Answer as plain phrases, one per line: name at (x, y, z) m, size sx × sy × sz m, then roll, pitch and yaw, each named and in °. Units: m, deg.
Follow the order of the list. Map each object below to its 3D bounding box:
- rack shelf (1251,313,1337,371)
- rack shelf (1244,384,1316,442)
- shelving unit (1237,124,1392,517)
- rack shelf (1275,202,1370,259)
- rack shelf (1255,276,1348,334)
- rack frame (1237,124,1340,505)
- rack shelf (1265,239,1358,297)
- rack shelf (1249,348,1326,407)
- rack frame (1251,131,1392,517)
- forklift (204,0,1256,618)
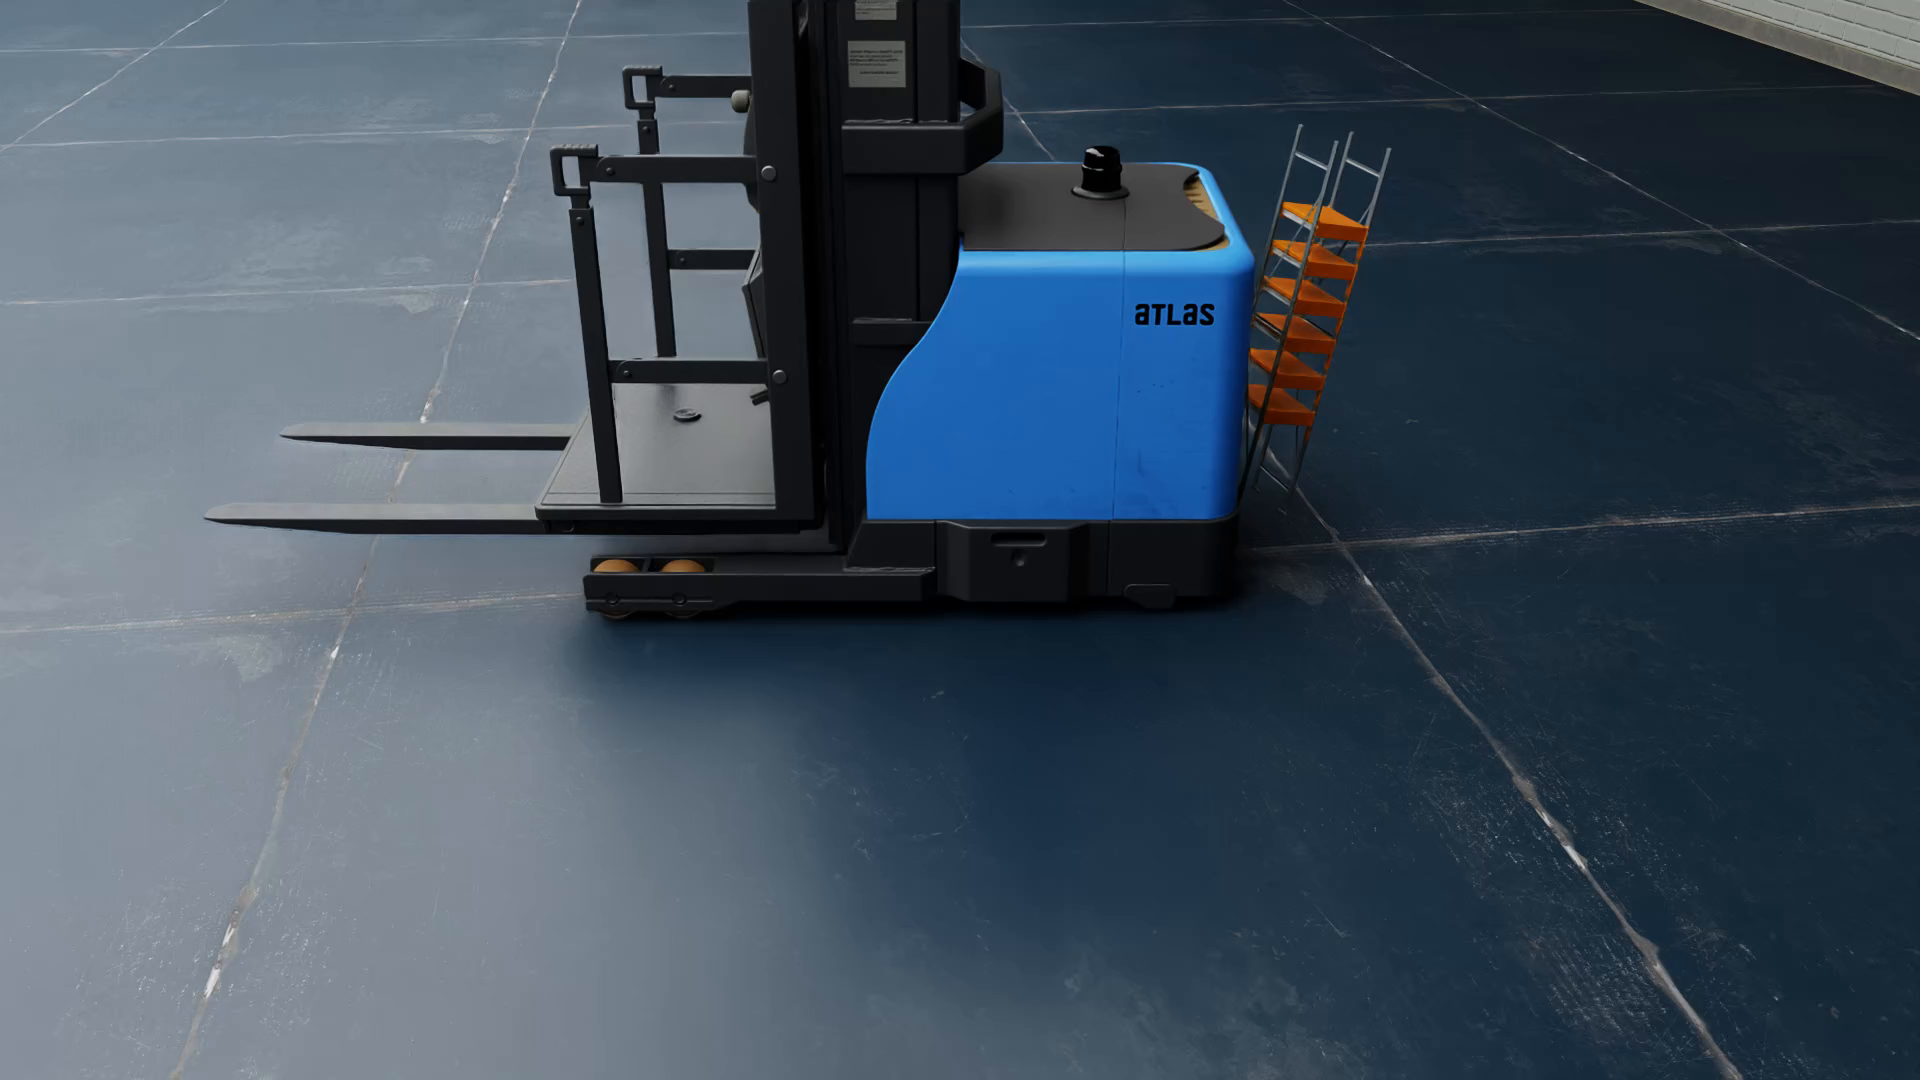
rack shelf at (1.037, -0.631, 5.245) m, size 0.180 × 0.103 × 0.258 m, roll 2°, pitch 25°, yaw -21°
rack shelf at (0.993, -0.415, 5.339) m, size 0.180 × 0.103 × 0.258 m, roll 2°, pitch 25°, yaw -21°
shelving unit at (1.045, -0.671, 5.227) m, size 0.189 × 1.200 × 0.258 m, roll 2°, pitch 25°, yaw -21°
rack shelf at (1.103, -0.955, 5.103) m, size 0.180 × 0.103 × 0.258 m, roll 2°, pitch 25°, yaw -21°
rack shelf at (1.059, -0.739, 5.197) m, size 0.180 × 0.103 × 0.258 m, roll 2°, pitch 25°, yaw -21°
rack frame at (0.960, -0.674, 5.194) m, size 0.006 × 1.200 × 0.240 m, roll 2°, pitch 25°, yaw -21°
rack shelf at (1.081, -0.847, 5.150) m, size 0.180 × 0.103 × 0.258 m, roll 2°, pitch 25°, yaw -21°
rack shelf at (1.015, -0.523, 5.292) m, size 0.180 × 0.103 × 0.258 m, roll 2°, pitch 25°, yaw -21°
rack frame at (1.131, -0.668, 5.260) m, size 0.006 × 1.200 × 0.240 m, roll 2°, pitch 25°, yaw -21°
forklift at (-0.712, -1.320, 4.612) m, size 3.031 × 2.935 × 1.130 m, roll 0°, pitch 27°, yaw 0°
